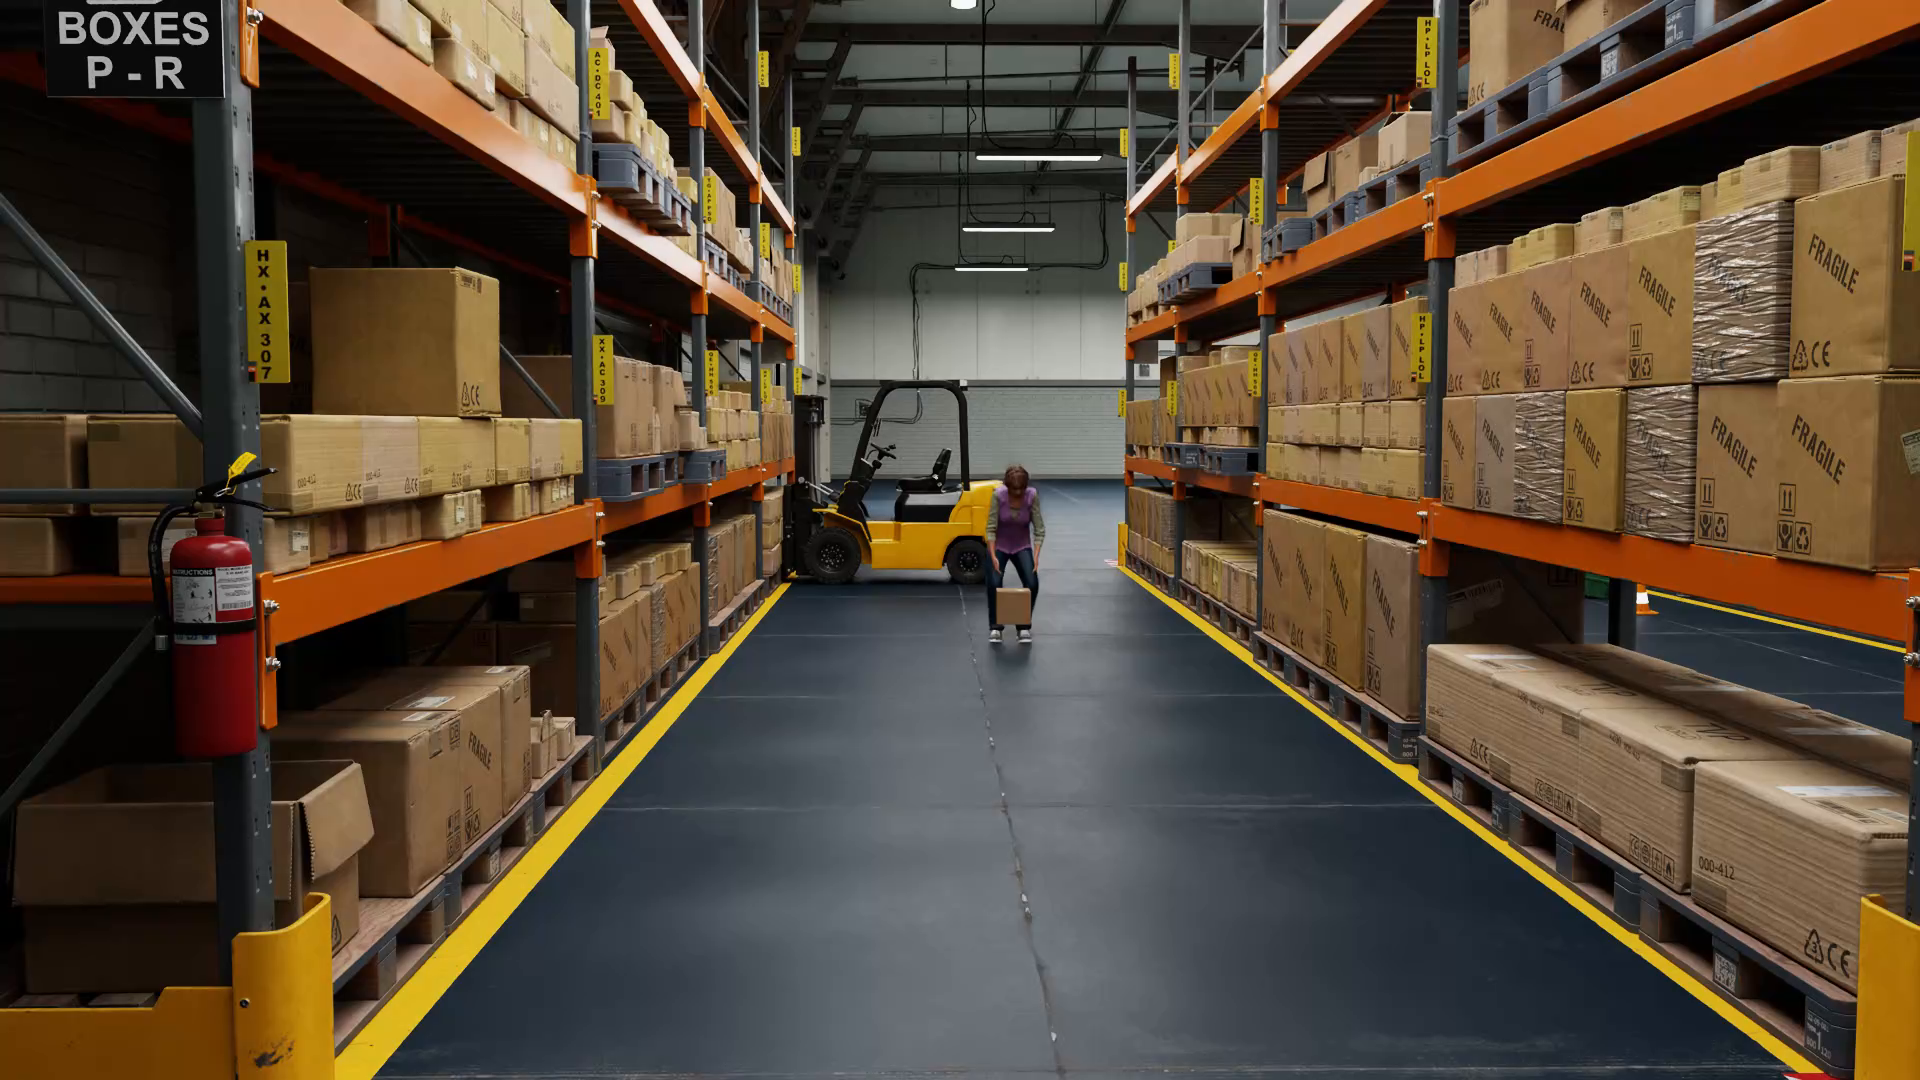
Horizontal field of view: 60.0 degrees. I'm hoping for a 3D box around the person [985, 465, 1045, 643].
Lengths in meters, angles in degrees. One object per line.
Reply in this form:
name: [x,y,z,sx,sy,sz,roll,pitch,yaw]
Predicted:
person: [0.423,0.109,12.823,0.460,1.376,0.601,0,4,-1]
